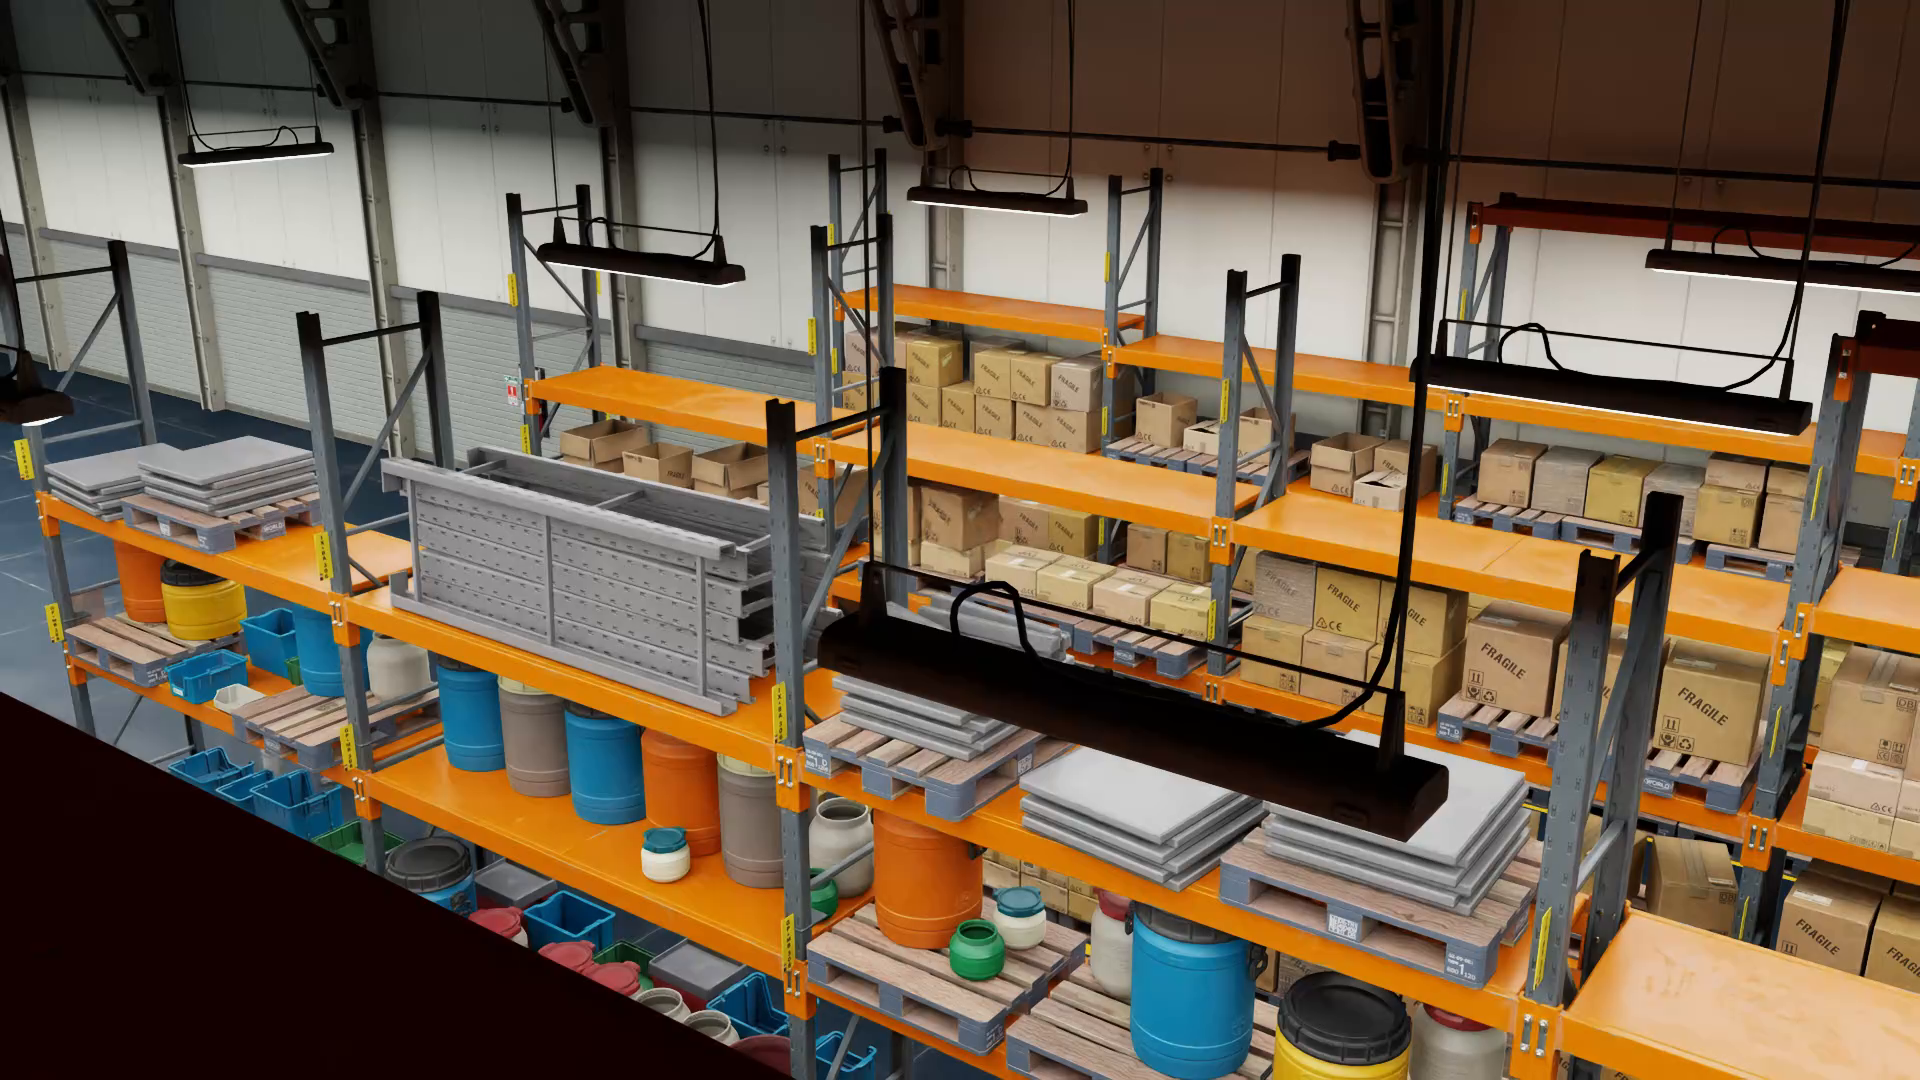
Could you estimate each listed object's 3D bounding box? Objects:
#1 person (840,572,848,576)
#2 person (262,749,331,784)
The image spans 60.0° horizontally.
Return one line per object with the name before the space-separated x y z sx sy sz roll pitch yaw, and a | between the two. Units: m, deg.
person | -1.310 0.961 19.830 0.488 1.567 0.506 11 22 30
person | -6.879 1.852 17.008 0.509 1.627 0.906 17 25 41
